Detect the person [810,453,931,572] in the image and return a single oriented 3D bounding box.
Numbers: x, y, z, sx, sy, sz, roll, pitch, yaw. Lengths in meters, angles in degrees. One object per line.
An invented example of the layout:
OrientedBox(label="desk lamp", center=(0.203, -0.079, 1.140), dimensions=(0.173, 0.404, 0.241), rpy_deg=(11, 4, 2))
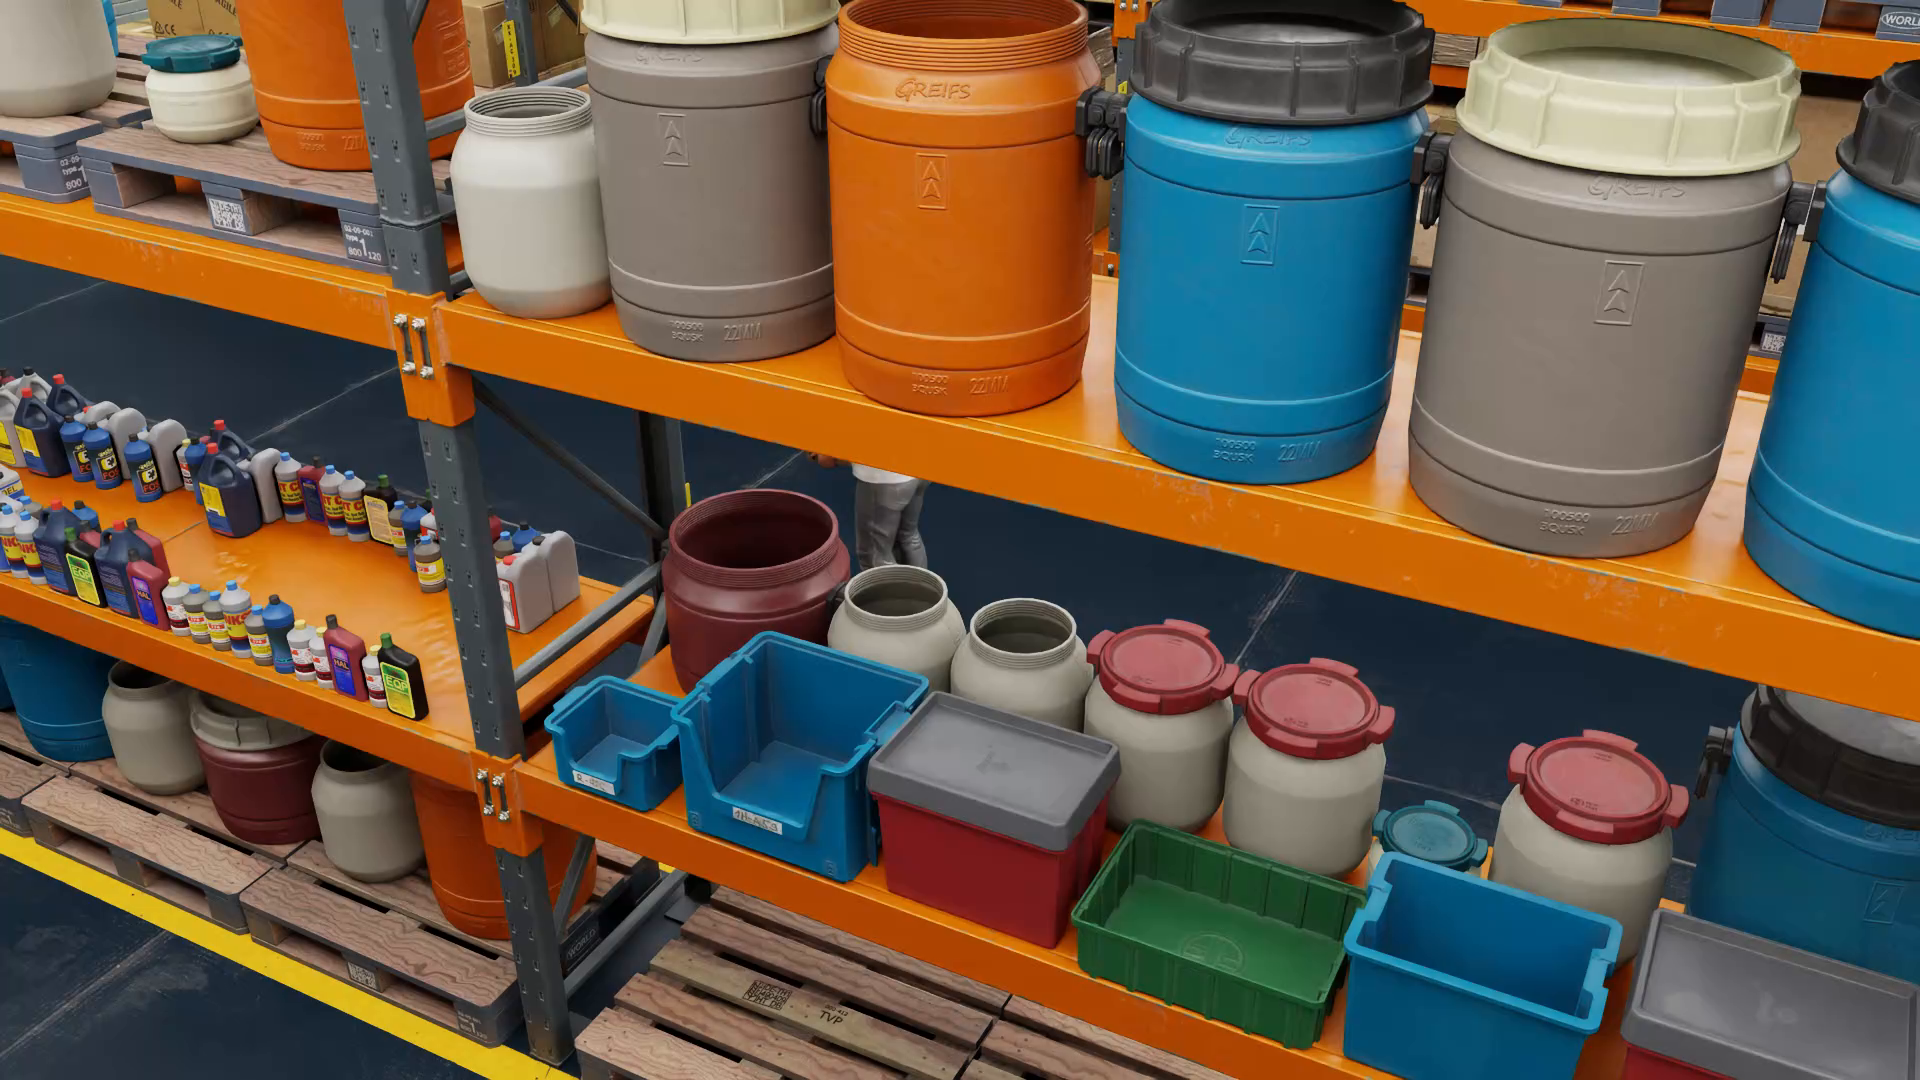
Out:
OrientedBox(label="person", center=(-0.400, -0.346, 7.714), dimensions=(0.549, 1.763, 0.494), rpy_deg=(15, 33, 24))
